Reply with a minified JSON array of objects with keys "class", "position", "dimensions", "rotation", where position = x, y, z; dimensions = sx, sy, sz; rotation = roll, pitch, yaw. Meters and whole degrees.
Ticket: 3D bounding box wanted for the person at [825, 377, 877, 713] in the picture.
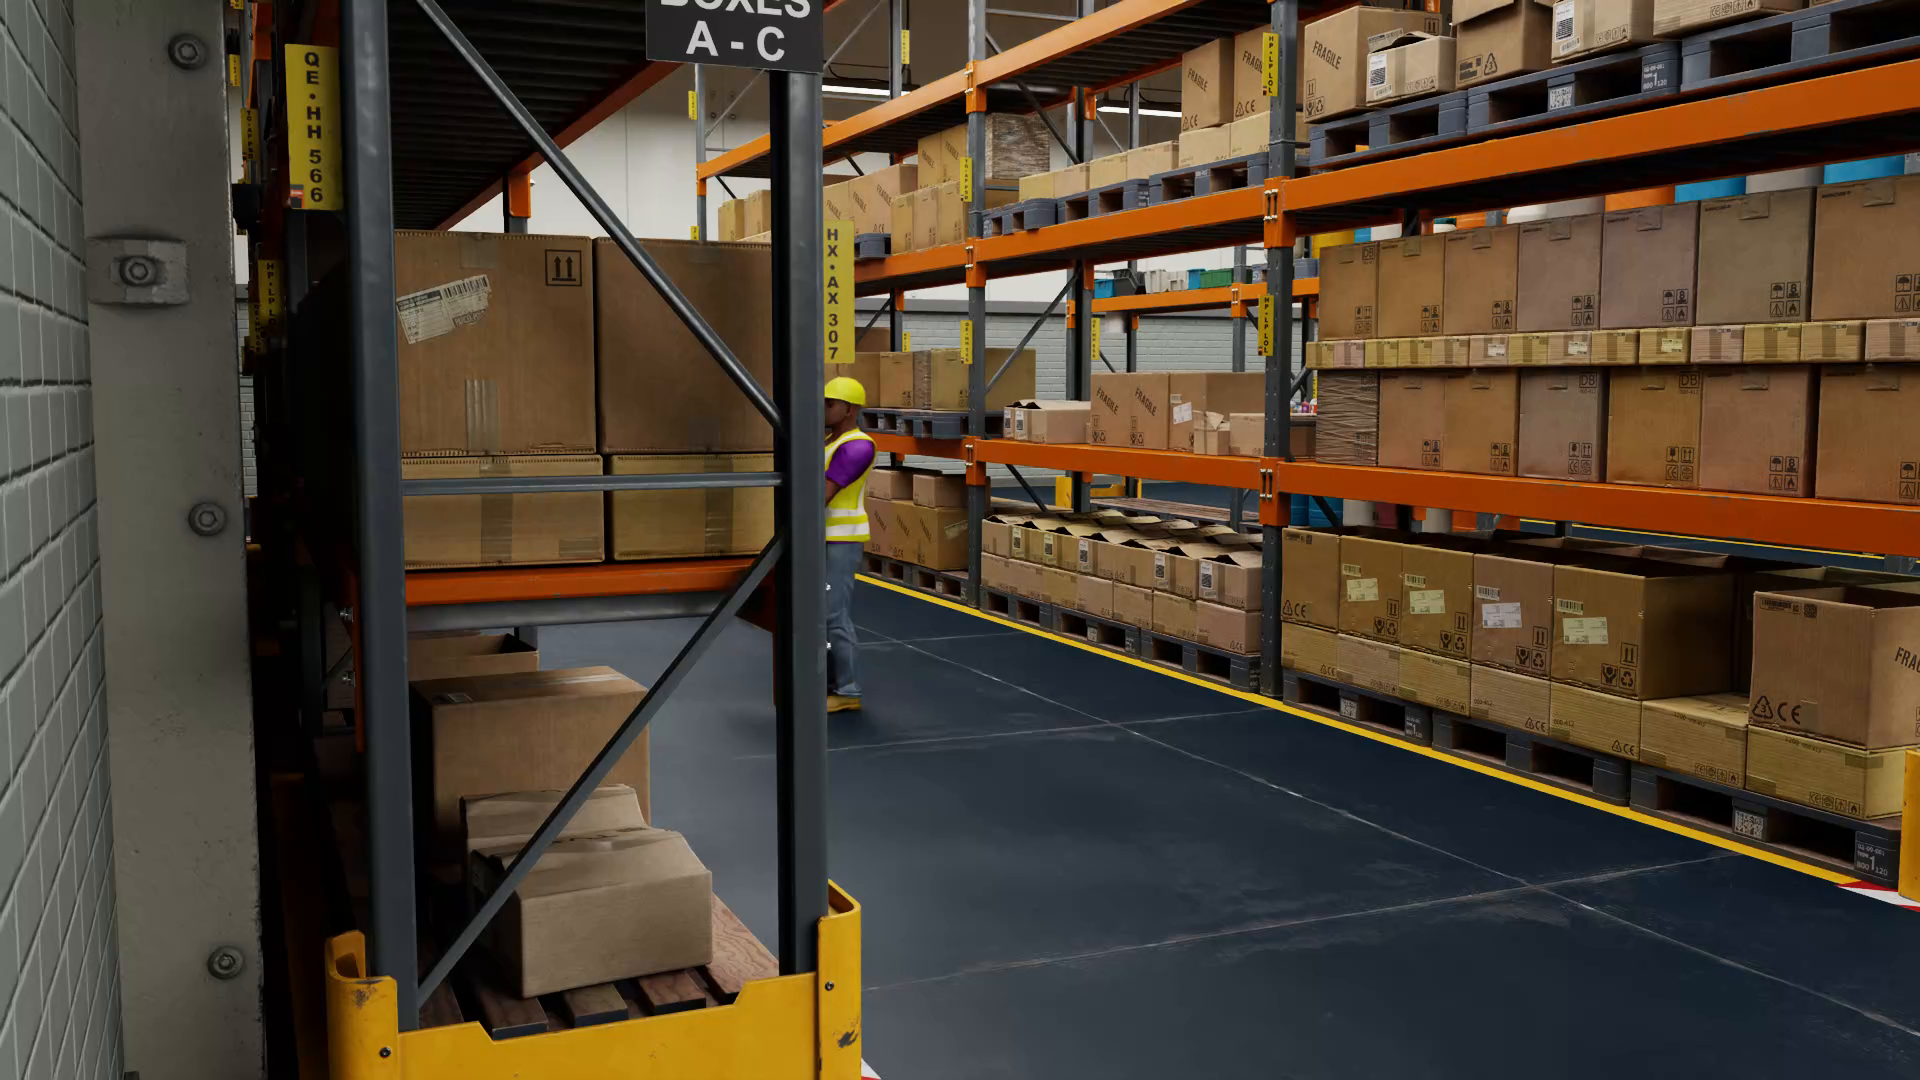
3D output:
[{"class":"person","position":[-0.756,0.022,8.810],"dimensions":[0.580,1.761,0.504],"rotation":[-2,6,-21]}]
